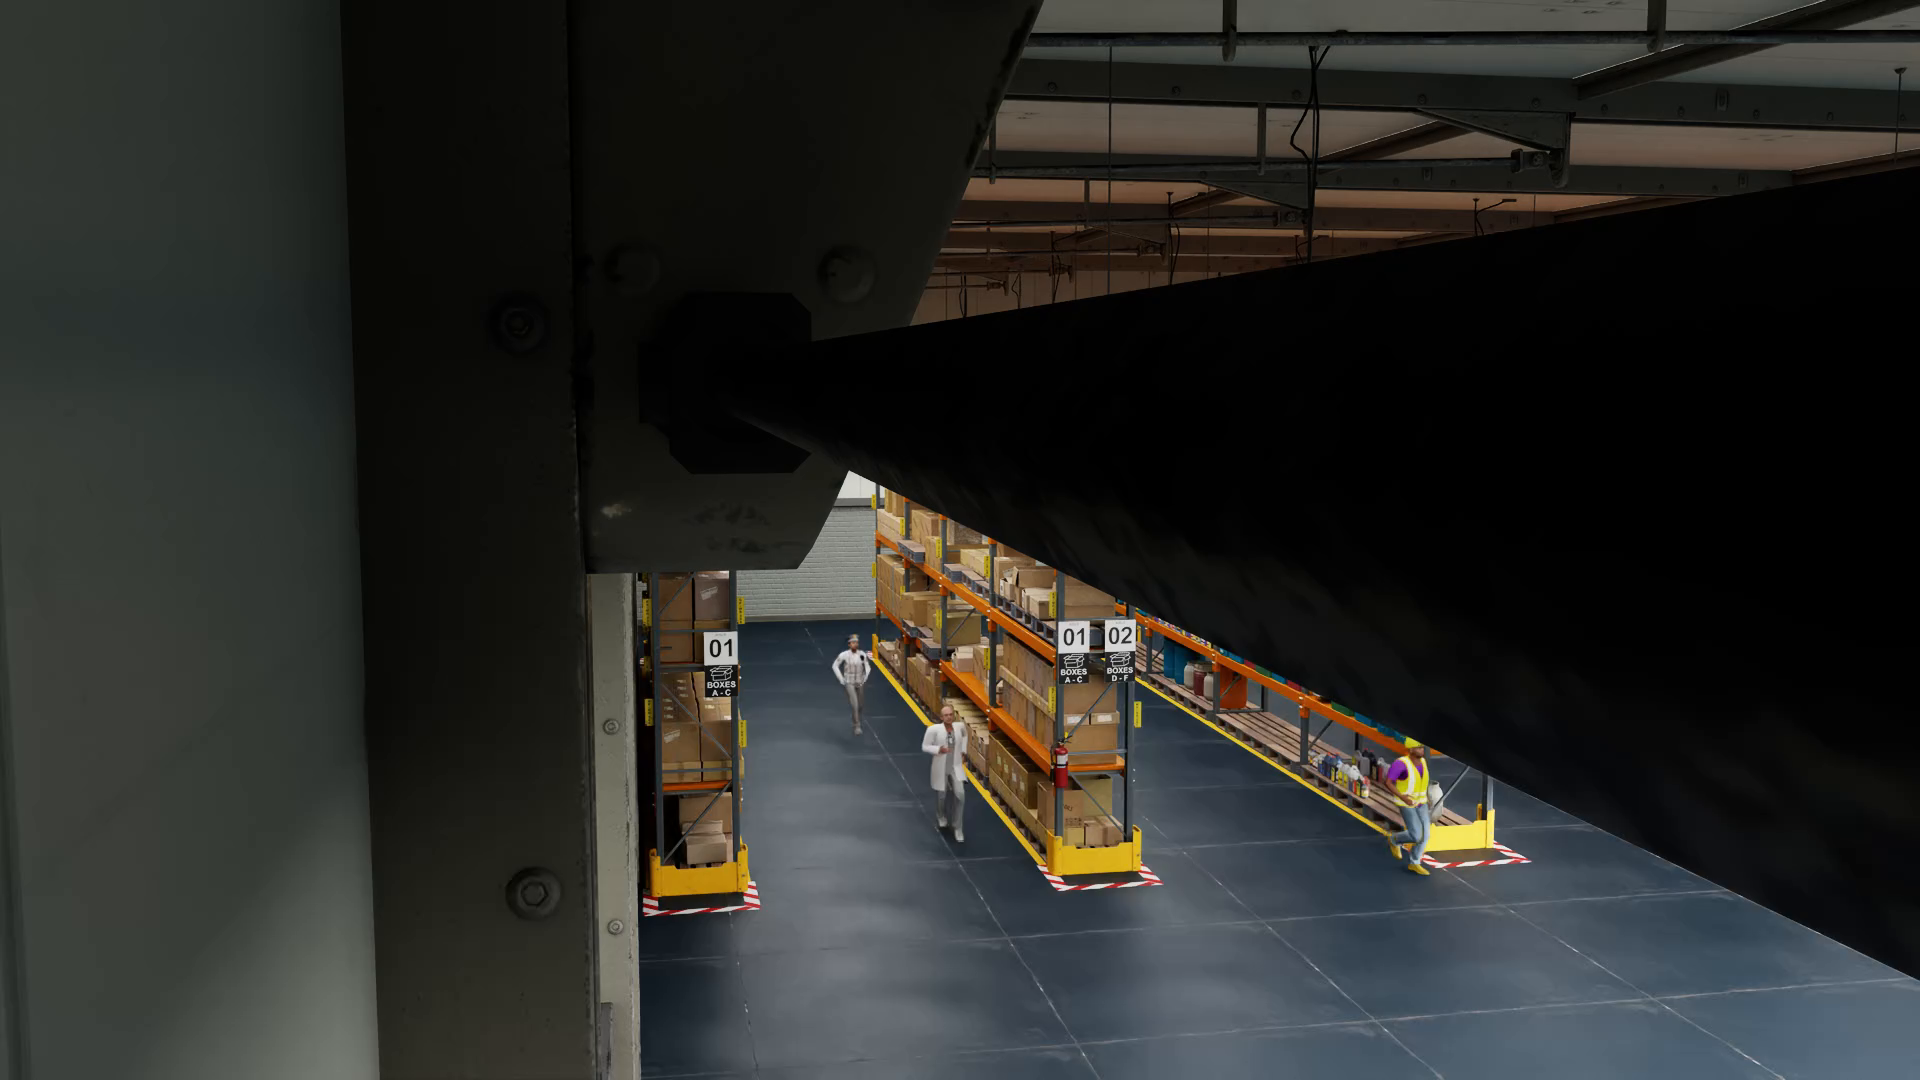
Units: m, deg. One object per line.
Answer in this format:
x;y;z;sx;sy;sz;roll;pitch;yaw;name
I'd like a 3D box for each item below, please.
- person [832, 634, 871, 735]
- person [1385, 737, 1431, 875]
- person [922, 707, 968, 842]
-1.780;2.394;27.711;0.649;1.668;0.686;-2;6;-20;person
5.688;3.327;21.019;0.737;1.736;0.604;-3;7;-30;person
-0.206;3.149;22.595;0.672;1.836;0.896;-1;6;-10;person
